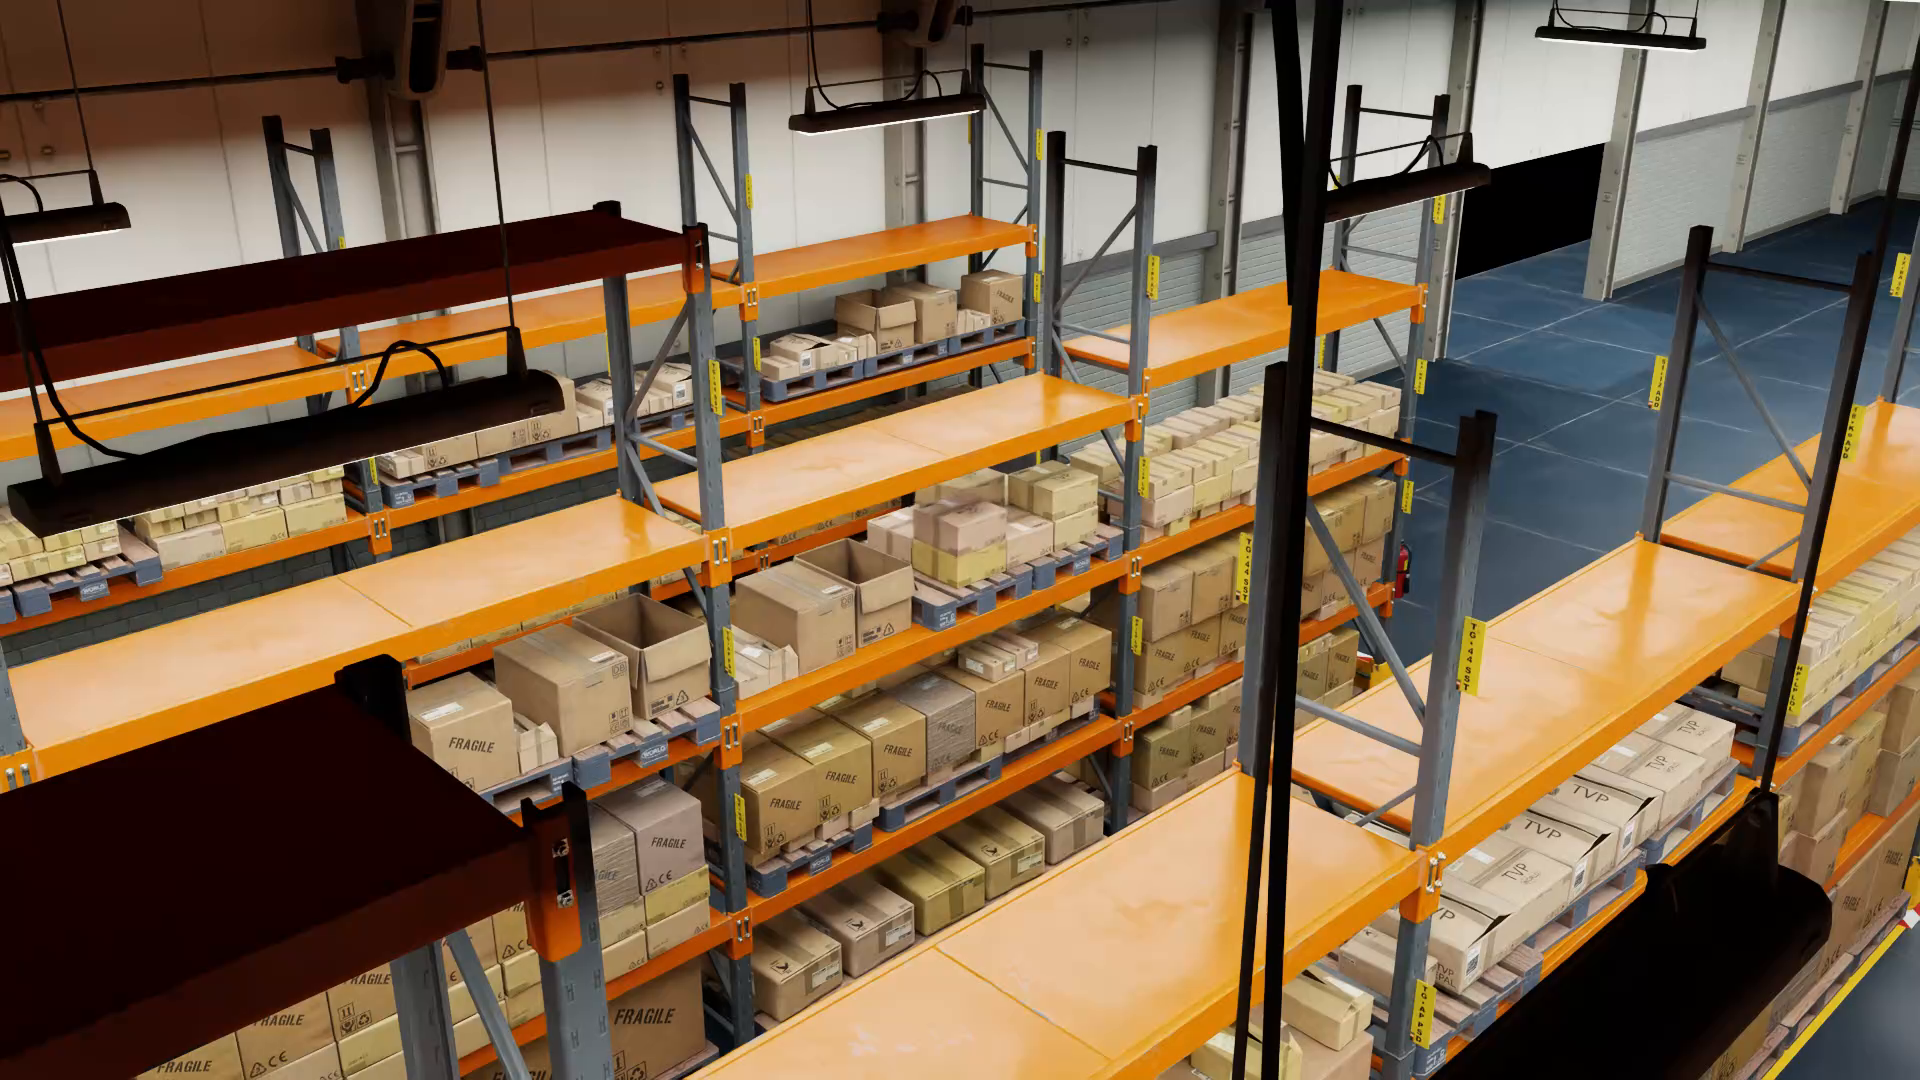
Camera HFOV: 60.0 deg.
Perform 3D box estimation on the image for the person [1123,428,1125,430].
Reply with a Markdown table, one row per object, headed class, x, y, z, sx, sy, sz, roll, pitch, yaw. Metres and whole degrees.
| class | x | y | z | sx | sy | sz | roll | pitch | yaw |
| --- | --- | --- | --- | --- | --- | --- | --- | --- | --- |
| person | 2.163 | -0.903 | 20.907 | 0.420 | 1.587 | 0.477 | -20 | 30 | -39 |
